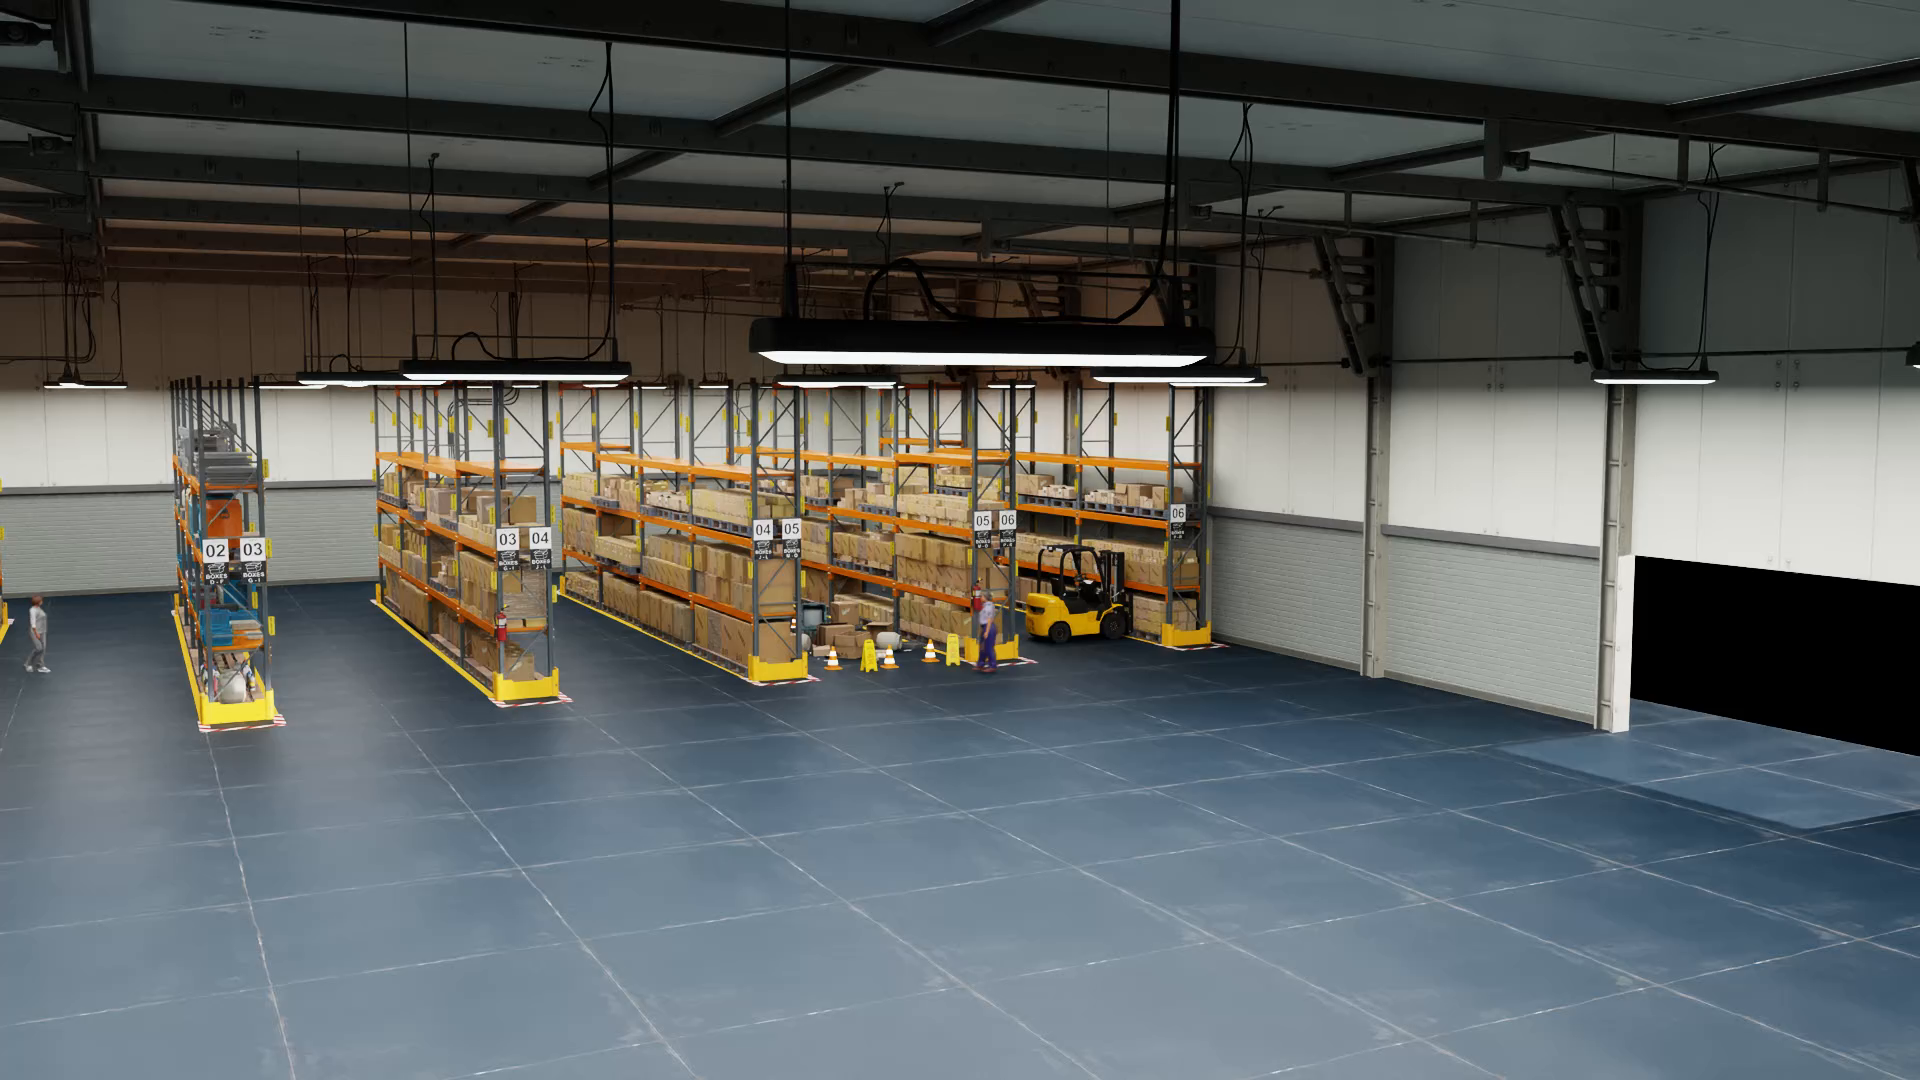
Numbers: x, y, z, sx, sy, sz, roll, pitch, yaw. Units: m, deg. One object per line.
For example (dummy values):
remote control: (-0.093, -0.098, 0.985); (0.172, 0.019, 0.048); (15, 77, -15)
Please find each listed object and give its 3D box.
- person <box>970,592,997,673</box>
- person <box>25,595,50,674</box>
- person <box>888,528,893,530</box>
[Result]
person: (0.478, 1.882, 34.031); (0.533, 1.661, 0.493); (0, 5, -5)
person: (-18.874, 1.922, 33.993); (0.455, 1.588, 0.464); (0, 5, 5)
person: (-1.965, 0.487, 47.609); (0.539, 1.683, 0.372); (3, 6, 28)
